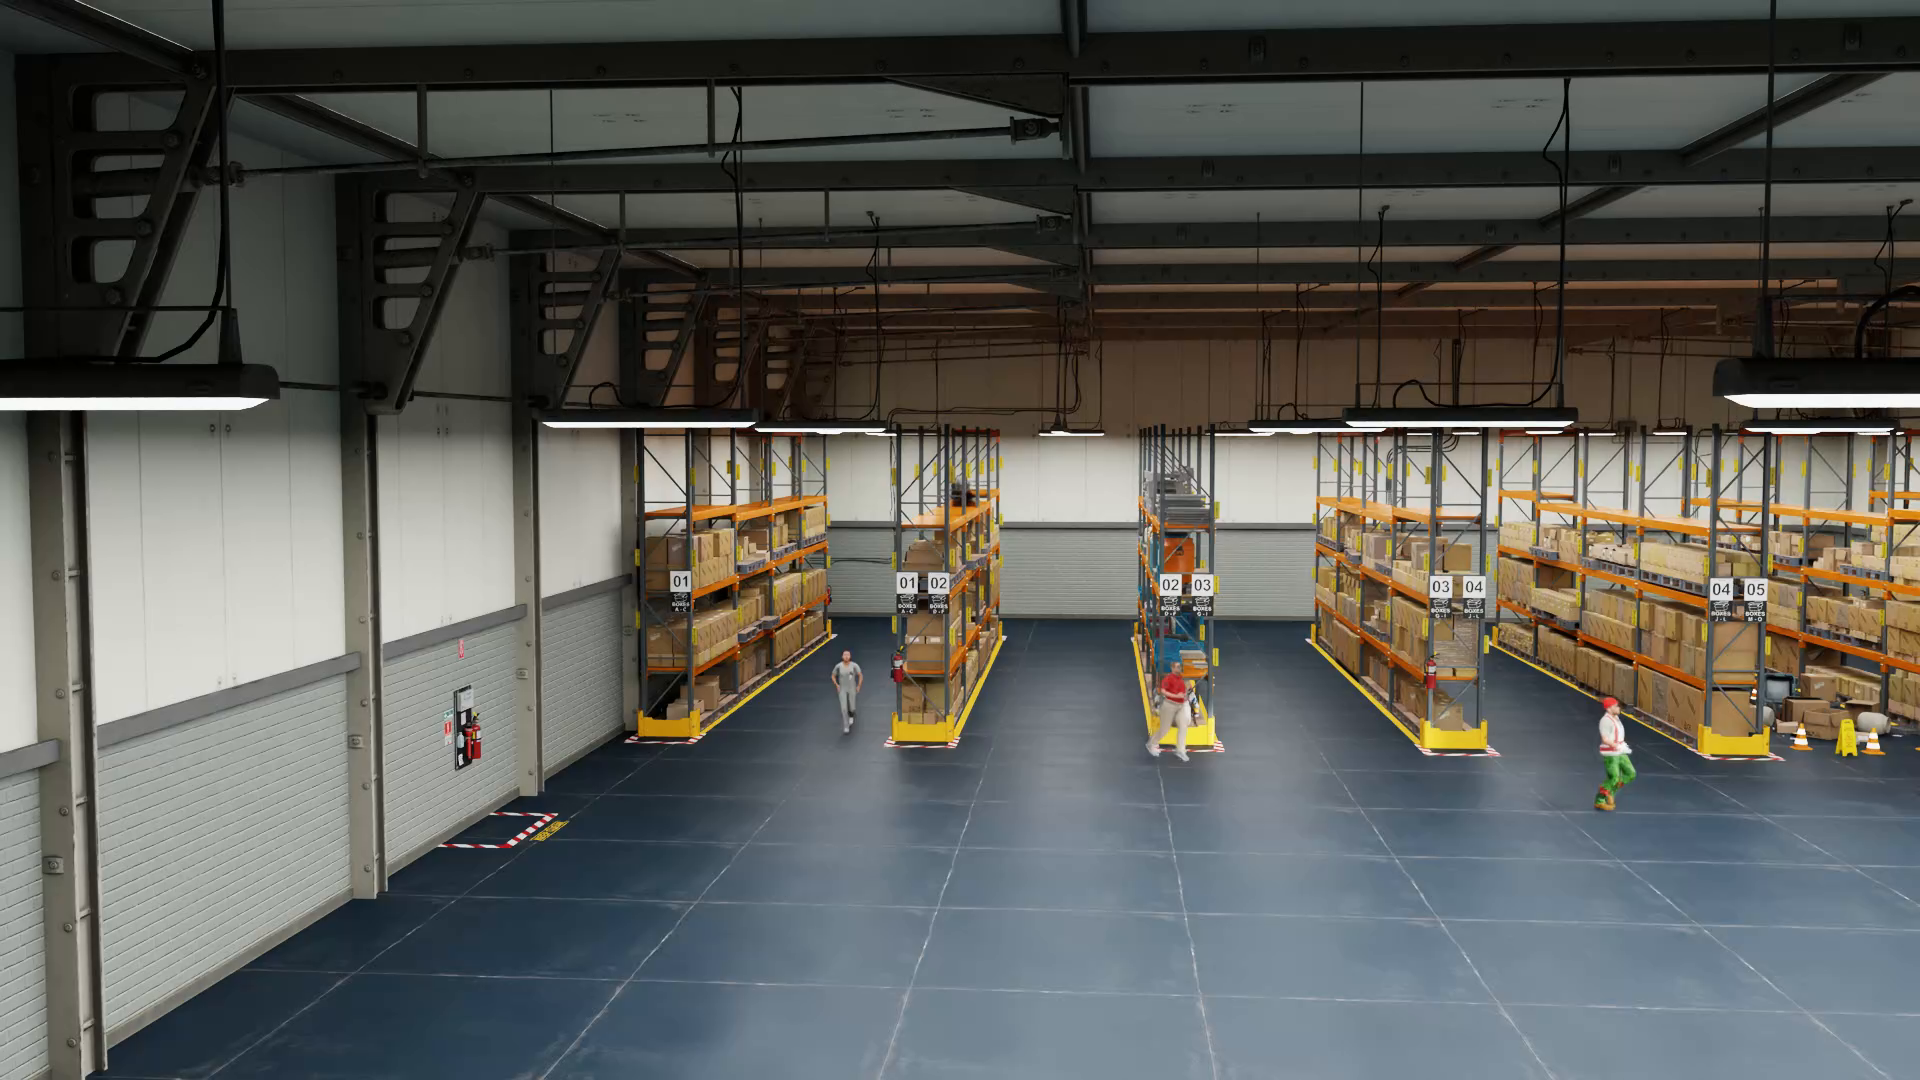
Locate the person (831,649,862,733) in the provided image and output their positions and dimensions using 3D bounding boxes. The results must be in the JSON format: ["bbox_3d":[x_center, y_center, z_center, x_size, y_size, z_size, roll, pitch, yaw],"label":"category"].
[{"bbox_3d":[-2.210,2.929,32.488,0.609,1.624,0.601,0,3,-5],"label":"person"}]

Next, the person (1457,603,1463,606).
[{"bbox_3d":[13.546,2.144,45.487,0.635,1.631,0.890,2,4,26],"label":"person"}]

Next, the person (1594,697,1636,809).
[{"bbox_3d":[10.088,3.284,25.598,0.585,1.739,0.673,3,4,39],"label":"person"}]

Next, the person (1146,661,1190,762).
[{"bbox_3d":[3.809,3.042,29.757,0.906,1.743,0.688,3,5,44],"label":"person"}]
